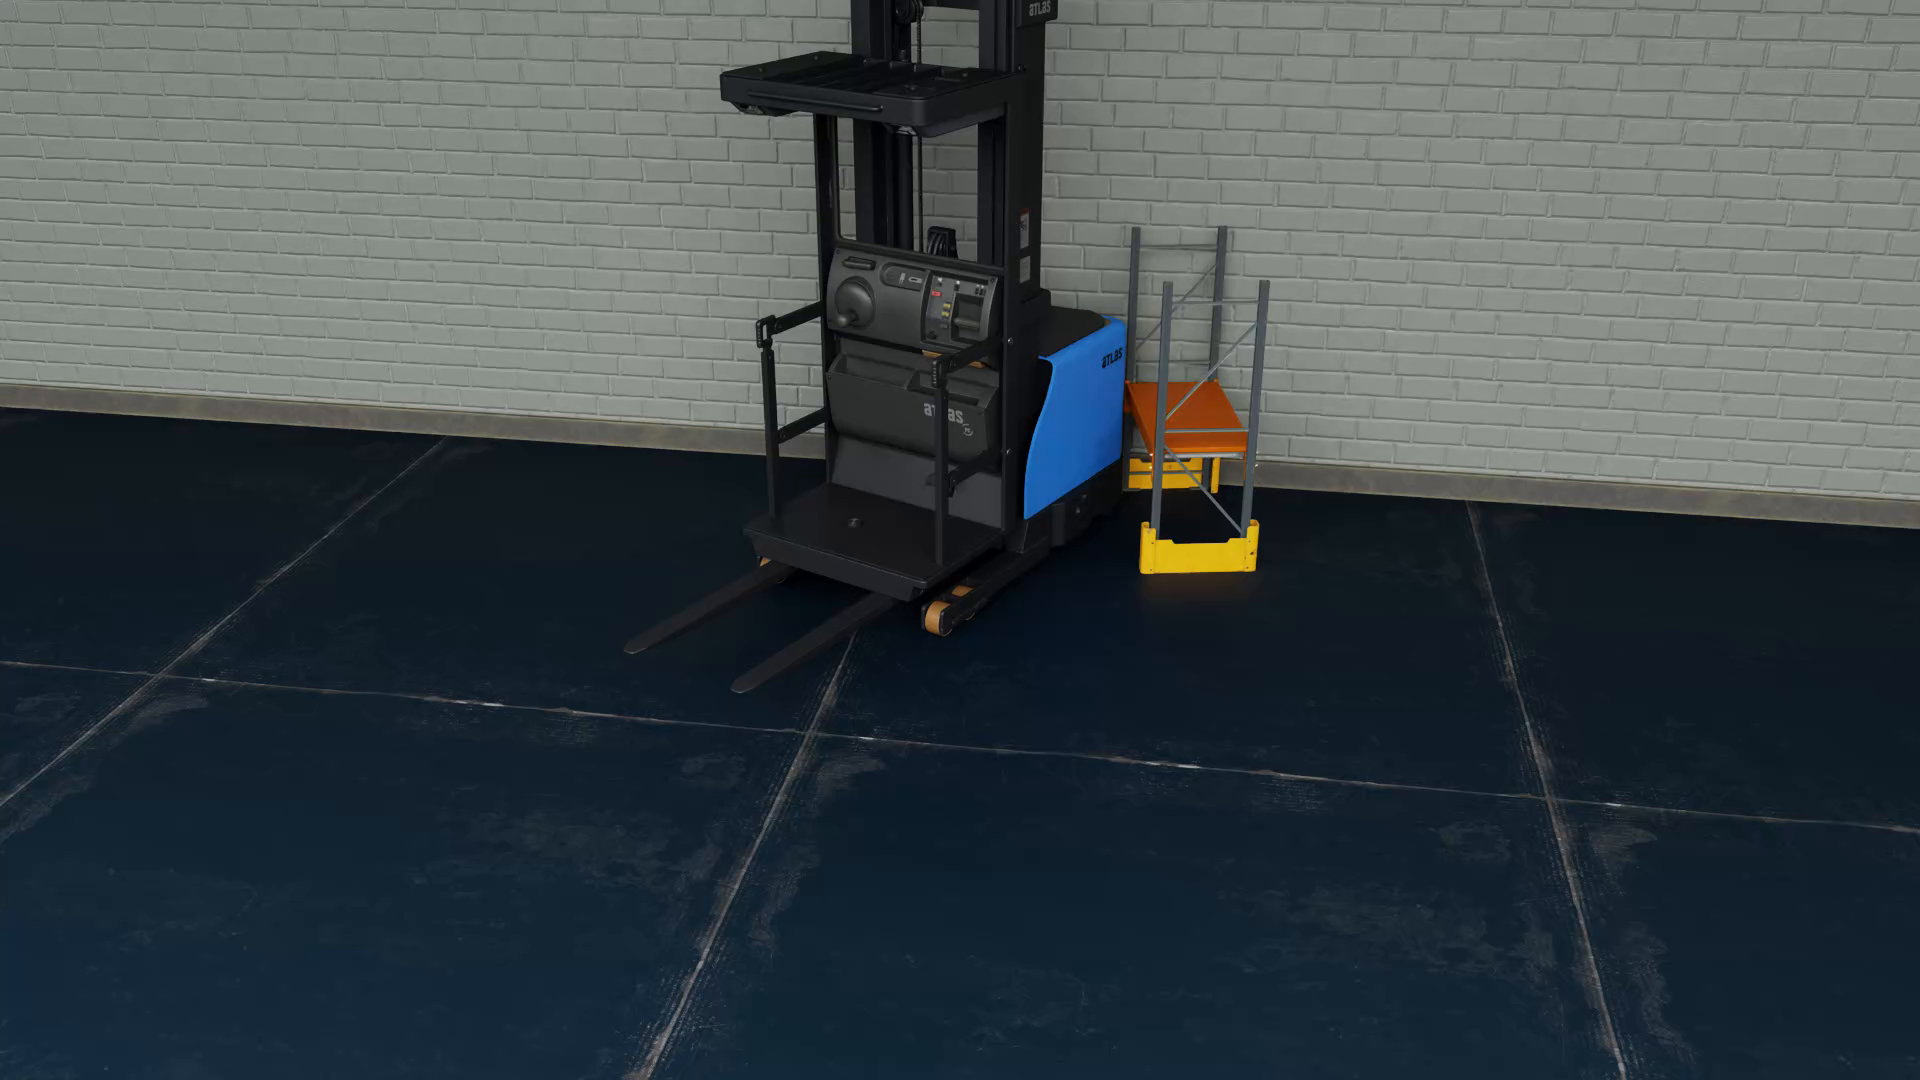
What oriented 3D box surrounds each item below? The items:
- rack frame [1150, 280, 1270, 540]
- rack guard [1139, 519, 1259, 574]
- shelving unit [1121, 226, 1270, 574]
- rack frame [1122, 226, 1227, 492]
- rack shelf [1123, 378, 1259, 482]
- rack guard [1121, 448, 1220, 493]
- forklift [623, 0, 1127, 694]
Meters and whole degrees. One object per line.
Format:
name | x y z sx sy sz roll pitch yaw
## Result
rack frame | 1.204 -0.532 8.118 0.500 1.500 0.032 -1 25 -3
rack guard | 1.204 0.033 8.384 0.587 0.250 0.087 -1 25 -3
shelving unit | 1.178 -0.744 8.569 0.587 1.500 1.083 -1 25 -3
rack frame | 1.152 -0.963 9.037 0.500 1.500 0.032 -1 25 -3
rack shelf | 1.178 -0.585 8.654 0.538 0.185 1.000 -1 25 -3
rack guard | 1.153 -0.388 9.285 0.587 0.250 0.087 -1 25 -3
forklift | -0.348 -1.105 7.654 1.130 2.935 3.031 16 29 30
